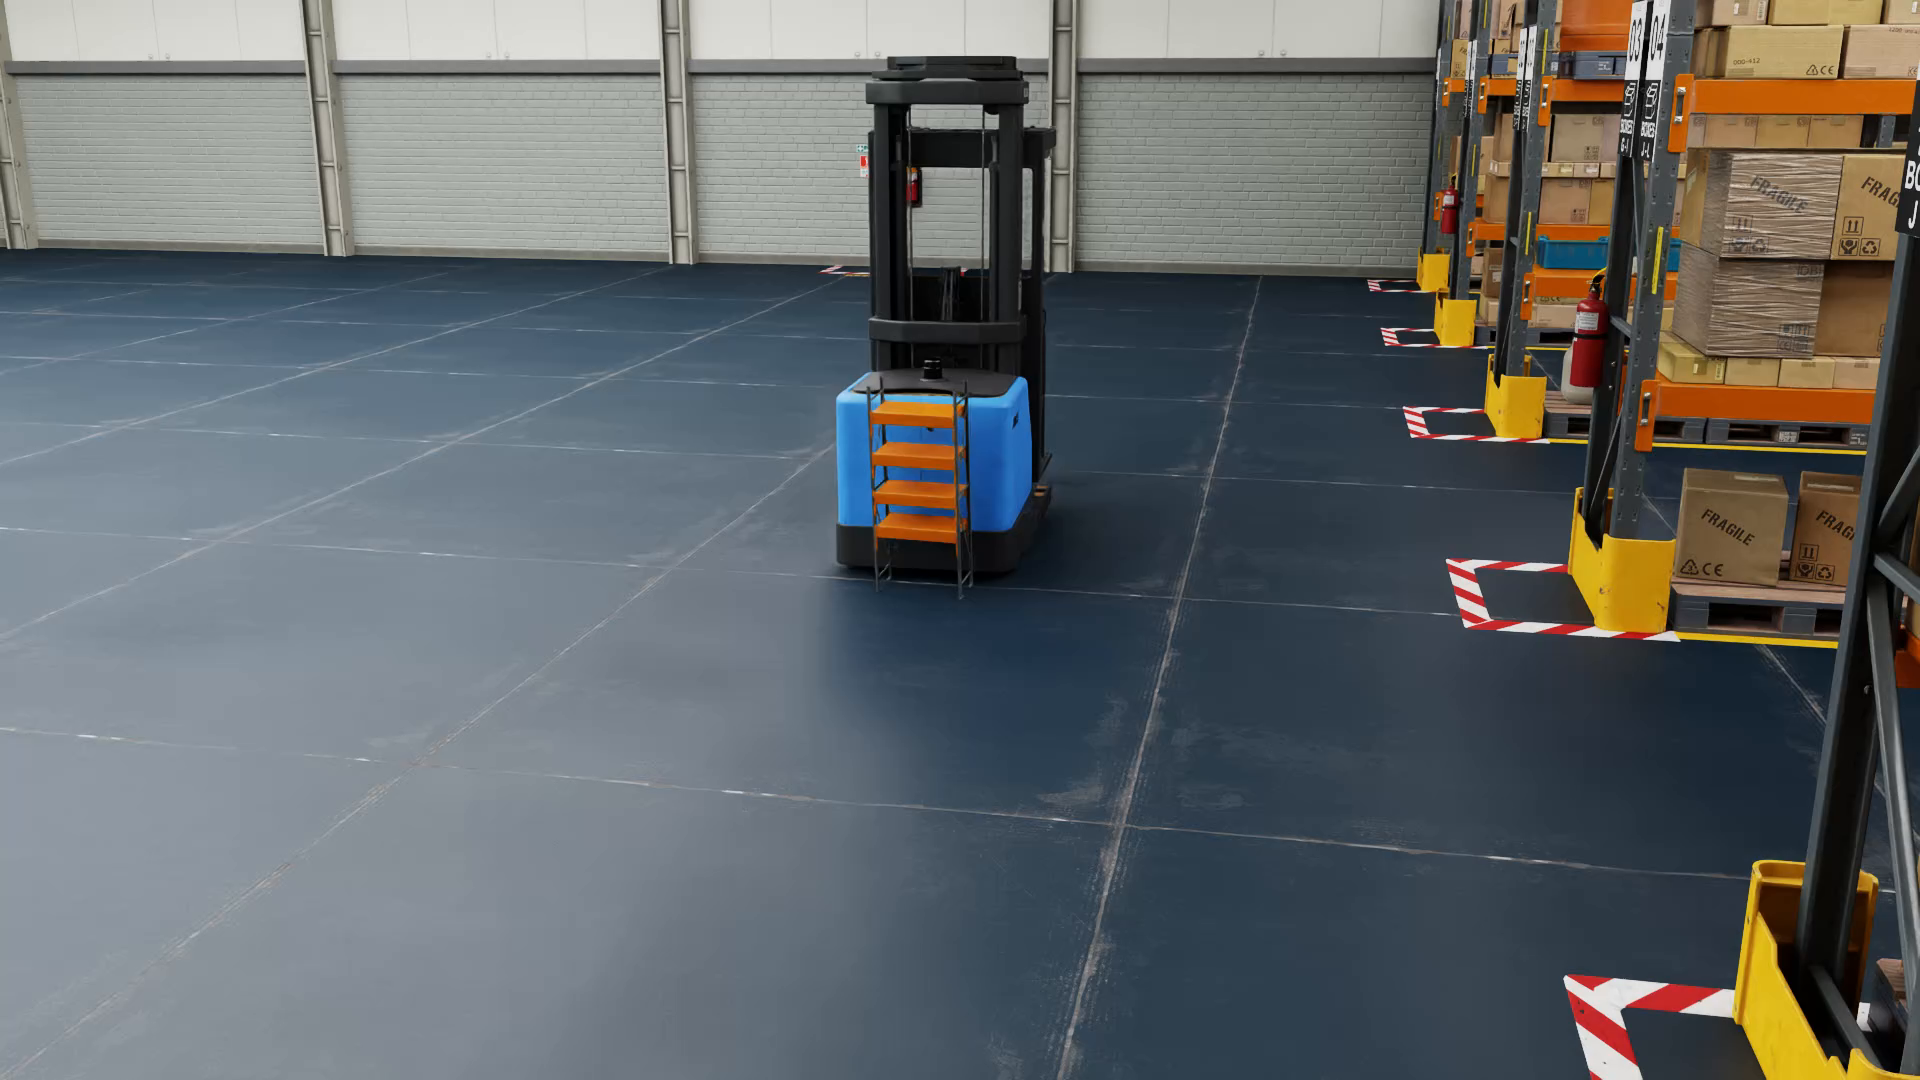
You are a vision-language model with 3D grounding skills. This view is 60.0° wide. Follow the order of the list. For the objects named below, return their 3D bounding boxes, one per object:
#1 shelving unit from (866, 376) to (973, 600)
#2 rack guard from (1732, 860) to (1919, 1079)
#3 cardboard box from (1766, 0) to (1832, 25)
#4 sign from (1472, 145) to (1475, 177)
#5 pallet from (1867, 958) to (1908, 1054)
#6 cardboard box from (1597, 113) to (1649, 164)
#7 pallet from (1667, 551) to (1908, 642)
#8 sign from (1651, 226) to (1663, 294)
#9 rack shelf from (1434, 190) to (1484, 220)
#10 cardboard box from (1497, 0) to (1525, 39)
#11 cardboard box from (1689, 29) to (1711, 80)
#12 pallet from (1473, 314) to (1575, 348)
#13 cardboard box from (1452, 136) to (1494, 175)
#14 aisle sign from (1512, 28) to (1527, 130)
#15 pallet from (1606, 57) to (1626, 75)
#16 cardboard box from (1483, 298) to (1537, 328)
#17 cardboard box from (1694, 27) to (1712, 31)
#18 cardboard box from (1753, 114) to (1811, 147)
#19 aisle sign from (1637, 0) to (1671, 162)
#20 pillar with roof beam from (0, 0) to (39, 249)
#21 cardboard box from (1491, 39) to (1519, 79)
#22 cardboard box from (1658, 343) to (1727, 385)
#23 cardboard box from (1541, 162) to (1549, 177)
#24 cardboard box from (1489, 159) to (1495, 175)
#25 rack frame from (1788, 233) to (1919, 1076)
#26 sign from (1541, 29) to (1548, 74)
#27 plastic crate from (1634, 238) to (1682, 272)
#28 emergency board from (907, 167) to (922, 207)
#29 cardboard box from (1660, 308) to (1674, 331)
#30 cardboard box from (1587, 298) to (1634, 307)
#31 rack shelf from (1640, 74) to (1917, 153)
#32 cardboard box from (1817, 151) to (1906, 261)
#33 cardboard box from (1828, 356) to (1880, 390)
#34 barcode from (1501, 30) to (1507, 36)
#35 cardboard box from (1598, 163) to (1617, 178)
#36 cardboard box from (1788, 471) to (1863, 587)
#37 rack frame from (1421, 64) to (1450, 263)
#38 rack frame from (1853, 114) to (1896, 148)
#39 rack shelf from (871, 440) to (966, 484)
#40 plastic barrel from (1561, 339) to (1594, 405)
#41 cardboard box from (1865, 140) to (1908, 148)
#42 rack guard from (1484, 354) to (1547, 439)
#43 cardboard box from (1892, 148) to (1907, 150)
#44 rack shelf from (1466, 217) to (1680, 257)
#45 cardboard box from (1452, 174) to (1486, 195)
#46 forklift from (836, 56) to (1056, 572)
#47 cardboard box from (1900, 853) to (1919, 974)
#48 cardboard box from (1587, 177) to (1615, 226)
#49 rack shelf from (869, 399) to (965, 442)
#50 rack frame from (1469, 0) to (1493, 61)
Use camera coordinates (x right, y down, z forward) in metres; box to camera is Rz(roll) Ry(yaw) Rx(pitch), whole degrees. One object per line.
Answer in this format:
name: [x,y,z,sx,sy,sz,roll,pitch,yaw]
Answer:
shelving unit: [-0.217,-0.289,9.247,0.503,1.200,0.258,4,21,16]
rack guard: [2.467,1.379,4.579,0.348,0.500,1.175,3,16,11]
cardboard box: [4.036,-2.568,8.059,0.250,0.149,0.380,3,16,12]
sign: [5.439,-4.019,17.610,0.005,0.325,0.100,3,16,11]
pallet: [3.290,1.541,4.533,1.213,0.211,1.003,3,16,11]
cardboard box: [7.073,-4.297,17.769,0.500,0.500,0.700,3,16,11]
pallet: [4.441,0.283,9.073,1.213,0.211,1.003,3,16,11]
sign: [3.470,-1.392,8.277,0.005,0.325,0.100,3,16,11]
rack shelf: [8.499,-4.551,22.650,4.000,0.370,1.077,3,16,11]
cardboard box: [7.350,-6.866,21.941,0.500,0.500,0.500,3,16,10]
cardboard box: [4.101,-2.531,8.672,0.500,0.250,0.500,3,16,12]
pallet: [6.313,-2.335,18.525,1.213,0.211,1.003,3,16,11]
cardboard box: [6.947,-5.199,22.480,0.500,0.500,0.500,3,16,11]
aisle sign: [4.554,-3.747,13.530,0.004,0.787,0.394,3,16,11]
pallet: [7.443,-5.002,17.479,1.213,0.211,1.003,3,16,11]
cardboard box: [6.037,-2.499,18.258,0.500,0.250,0.500,3,16,11]
cardboard box: [3.912,-2.749,8.713,0.250,0.149,0.380,3,16,11]
cardboard box: [8.544,-4.217,17.480,0.500,0.500,0.700,3,16,11]
aisle sign: [3.457,-2.295,8.287,0.004,0.787,0.394,3,16,11]
pillar with roof beam: [-16.979,-8.235,23.364,0.400,9.000,9.100,3,16,11]
cardboard box: [7.336,-6.386,22.085,0.500,0.500,0.500,4,16,15]
cardboard box: [3.810,-0.918,8.659,0.250,0.149,0.380,3,16,11]
cardboard box: [6.157,-3.978,17.833,0.250,0.149,0.380,3,16,10]
cardboard box: [5.968,-4.098,18.266,0.250,0.149,0.380,3,16,10]
rack frame: [2.491,0.175,4.240,0.127,3.000,1.000,3,16,11]
sign: [4.451,-3.719,12.662,0.005,0.325,0.100,3,16,11]
plastic crate: [5.750,-2.356,13.659,0.408,0.251,0.499,3,16,11]
emergency board: [-0.896,-5.654,25.284,0.643,1.169,0.194,3,16,11]
cardboard box: [7.506,-2.418,17.968,0.500,0.250,0.500,3,16,11]
cardboard box: [7.020,-2.811,17.979,0.500,0.500,0.500,3,16,11]
rack shelf: [5.538,-2.109,8.217,4.000,0.370,1.077,3,16,11]
cardboard box: [4.551,-1.661,8.253,0.500,0.500,0.500,3,16,11]
cardboard box: [4.542,-0.875,8.502,0.250,0.149,0.380,3,16,11]
barcode: [5.948,-5.544,18.179,0.075,0.075,0.001,3,16,11]
cardboard box: [6.909,-3.937,17.684,0.250,0.149,0.380,3,16,9]
cardboard box: [4.779,-0.054,8.964,0.500,0.500,0.500,8,17,26]
rack frame: [6.539,-5.004,22.939,0.127,3.000,1.000,3,16,11]
rack frame: [9.475,-3.495,17.491,0.127,3.000,1.000,3,16,11]
rack shelf: [-0.221,-0.435,9.192,0.480,0.148,0.258,4,21,16]
plastic barrel: [5.225,-1.401,13.804,0.421,0.512,0.421,0,15,0]
cardboard box: [12.149,-4.957,21.757,0.500,0.500,0.700,5,16,19]
rack guard: [4.649,-1.216,13.946,0.348,0.500,1.175,3,16,11]
cardboard box: [5.147,-1.773,8.657,0.500,0.500,0.500,3,16,11]
rack shelf: [7.516,-3.255,17.972,4.000,0.370,1.077,3,16,11]
cardboard box: [6.954,-4.833,22.562,0.500,0.250,0.500,3,16,9]
forklift: [0.017,-1.574,10.684,1.130,2.935,3.031,2,16,9]
cardboard box: [3.168,1.016,4.400,0.875,0.875,0.875,3,16,11]
cardboard box: [7.012,-3.674,17.947,0.500,0.500,0.700,3,16,11]
rack shelf: [-0.227,-0.657,9.110,0.480,0.148,0.258,4,21,16]
rack frame: [5.556,-6.599,17.459,0.127,3.000,1.000,3,16,11]
